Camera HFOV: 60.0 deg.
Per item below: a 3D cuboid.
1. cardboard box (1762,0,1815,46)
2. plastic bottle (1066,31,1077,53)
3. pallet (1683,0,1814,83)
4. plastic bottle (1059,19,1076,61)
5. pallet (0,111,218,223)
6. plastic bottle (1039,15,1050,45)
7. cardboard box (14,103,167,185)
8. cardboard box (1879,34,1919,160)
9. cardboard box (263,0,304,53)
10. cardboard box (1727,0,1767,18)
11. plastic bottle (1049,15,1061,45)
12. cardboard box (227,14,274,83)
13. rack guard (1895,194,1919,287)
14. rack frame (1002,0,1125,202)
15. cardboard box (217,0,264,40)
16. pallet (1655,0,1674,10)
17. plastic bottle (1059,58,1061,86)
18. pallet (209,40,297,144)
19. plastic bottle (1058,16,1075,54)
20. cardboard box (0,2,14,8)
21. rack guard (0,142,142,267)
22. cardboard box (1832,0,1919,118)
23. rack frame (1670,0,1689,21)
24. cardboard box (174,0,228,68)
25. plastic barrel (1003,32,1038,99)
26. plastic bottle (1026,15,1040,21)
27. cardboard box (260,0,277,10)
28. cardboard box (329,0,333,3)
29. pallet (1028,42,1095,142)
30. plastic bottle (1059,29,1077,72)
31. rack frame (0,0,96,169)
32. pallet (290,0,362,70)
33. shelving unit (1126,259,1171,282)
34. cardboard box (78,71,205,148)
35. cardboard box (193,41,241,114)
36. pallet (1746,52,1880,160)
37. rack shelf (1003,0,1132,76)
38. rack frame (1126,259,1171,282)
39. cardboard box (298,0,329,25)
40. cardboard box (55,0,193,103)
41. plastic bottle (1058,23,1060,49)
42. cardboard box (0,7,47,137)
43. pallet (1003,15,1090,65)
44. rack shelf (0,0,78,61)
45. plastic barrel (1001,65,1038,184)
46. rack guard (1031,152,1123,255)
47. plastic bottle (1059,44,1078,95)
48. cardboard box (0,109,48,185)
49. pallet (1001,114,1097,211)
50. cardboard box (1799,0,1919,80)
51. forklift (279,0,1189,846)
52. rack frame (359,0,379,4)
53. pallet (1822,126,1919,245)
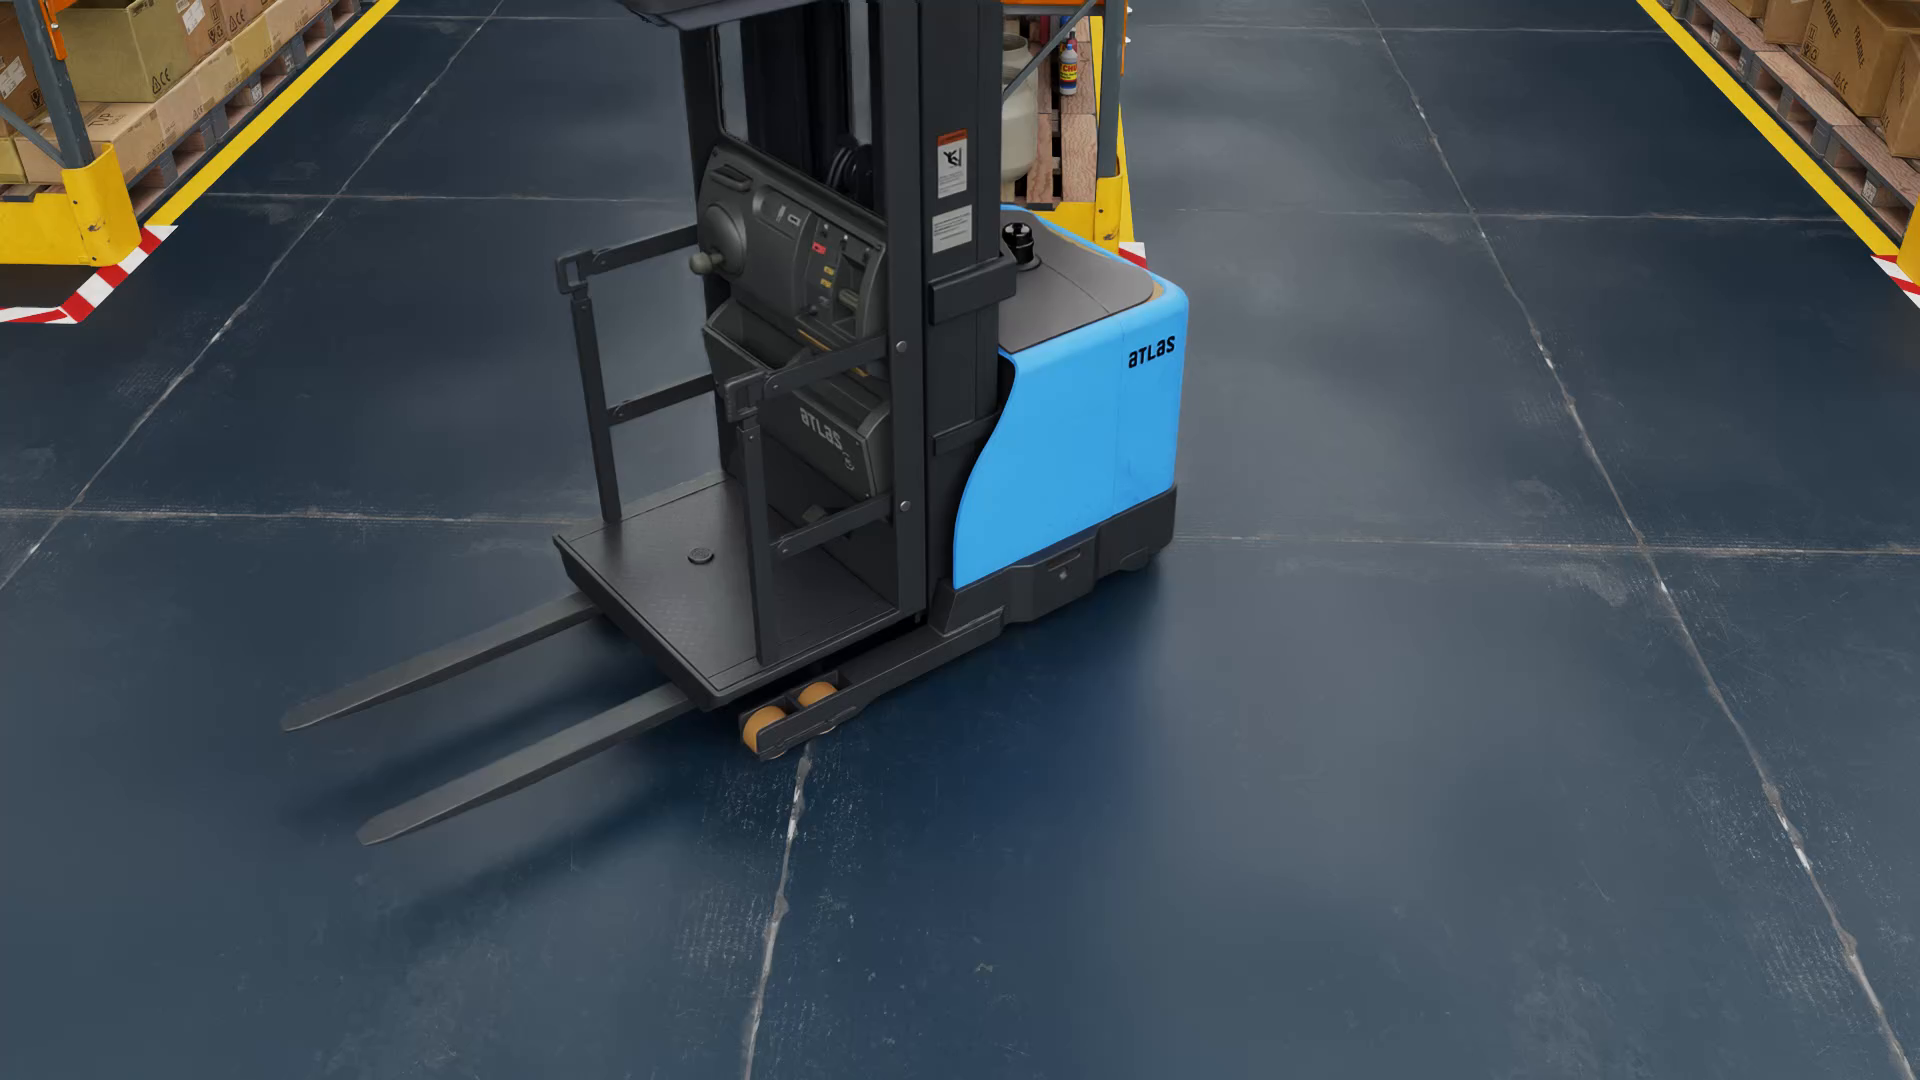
[{"bbox_3d":[5.271,-3.352,10.219,0.500,0.500,0.500,12,37,17],"label":"cardboard box"},{"bbox_3d":[0.644,-2.810,9.619,0.061,0.283,0.133,2,35,3],"label":"plastic bottle"},{"bbox_3d":[5.351,-3.233,10.667,1.003,0.211,1.213,1,35,2],"label":"pallet"},{"bbox_3d":[0.635,-2.930,9.800,0.097,0.271,0.097,0,35,0],"label":"plastic bottle"},{"bbox_3d":[-4.727,-1.993,8.902,1.003,0.211,1.213,1,35,2],"label":"pallet"},{"bbox_3d":[0.518,-3.180,10.146,0.061,0.283,0.133,1,35,2],"label":"plastic bottle"},{"bbox_3d":[-4.472,-2.043,8.575,0.500,0.250,0.500,1,35,2],"label":"cardboard box"},{"bbox_3d":[5.213,-2.314,8.743,0.500,0.500,0.500,10,36,14],"label":"cardboard box"},{"bbox_3d":[-4.391,-3.193,10.210,0.500,0.250,0.500,1,35,2],"label":"cardboard box"},{"bbox_3d":[5.287,-3.681,10.688,0.500,0.500,0.500,0,35,0],"label":"cardboard box"},{"bbox_3d":[0.625,-3.175,10.145,0.152,0.276,0.135,2,35,3],"label":"plastic bottle"},{"bbox_3d":[-4.411,-2.905,9.801,0.500,0.250,0.500,1,35,2],"label":"cardboard box"},{"bbox_3d":[5.185,-1.484,7.926,1.175,0.500,0.348,1,35,2],"label":"rack guard"},{"bbox_3d":[0.233,-2.577,7.308,1.000,3.000,0.127,1,35,2],"label":"rack frame"},{"bbox_3d":[-4.410,-3.212,9.586,0.500,0.500,0.500,1,35,2],"label":"cardboard box"},{"bbox_3d":[5.372,-4.067,11.854,1.003,0.211,1.213,1,35,2],"label":"pallet"},{"bbox_3d":[0.621,-2.706,9.543,0.097,0.201,0.097,0,35,0],"label":"plastic bottle"},{"bbox_3d":[-4.676,-2.692,9.897,1.003,0.211,1.213,1,35,2],"label":"pallet"},{"bbox_3d":[0.643,-3.046,9.966,0.097,0.271,0.097,0,35,0],"label":"plastic bottle"},{"bbox_3d":[-4.967,-2.937,9.194,0.500,0.500,0.500,1,35,2],"label":"cardboard box"},{"bbox_3d":[-4.717,-1.657,8.173,1.175,0.500,0.348,1,35,2],"label":"rack guard"},{"bbox_3d":[5.258,-2.674,9.254,0.500,0.500,0.500,4,35,6],"label":"cardboard box"},{"bbox_3d":[5.343,-4.761,10.415,1.000,3.000,0.127,1,35,2],"label":"rack frame"},{"bbox_3d":[-4.447,-2.925,9.177,0.500,0.500,0.500,1,35,2],"label":"cardboard box"},{"bbox_3d":[0.203,-2.399,8.853,0.421,0.512,0.421,0,35,0],"label":"plastic barrel"},{"bbox_3d":[0.499,-3.443,10.526,0.152,0.276,0.135,1,35,2],"label":"plastic bottle"},{"bbox_3d":[-4.404,-3.500,9.995,0.500,0.500,0.500,1,35,2],"label":"cardboard box"},{"bbox_3d":[-4.356,-3.767,11.028,0.500,0.250,0.500,1,35,2],"label":"cardboard box"},{"bbox_3d":[0.279,-2.647,9.832,1.003,0.211,1.213,1,35,2],"label":"pallet"},{"bbox_3d":[0.631,-2.872,9.718,0.097,0.271,0.097,0,35,0],"label":"plastic bottle"},{"bbox_3d":[-4.716,-2.694,7.474,1.000,3.000,0.127,1,35,2],"label":"rack frame"},{"bbox_3d":[-4.629,-3.395,10.897,1.003,0.211,1.213,1,35,2],"label":"pallet"},{"bbox_3d":[0.607,-0.584,6.299,0.210,0.900,0.258,-24,42,-30],"label":"shelving unit"},{"bbox_3d":[-4.456,-2.331,8.984,0.500,0.250,0.500,1,35,2],"label":"cardboard box"},{"bbox_3d":[-4.436,-2.618,9.393,0.500,0.250,0.500,1,35,2],"label":"cardboard box"},{"bbox_3d":[5.305,-2.531,9.667,1.003,0.211,1.213,1,35,2],"label":"pallet"},{"bbox_3d":[0.313,-3.432,9.150,1.077,0.370,4.000,1,35,2],"label":"rack shelf"},{"bbox_3d":[0.687,-0.620,6.350,0.006,0.900,0.240,-24,42,-30],"label":"rack frame"},{"bbox_3d":[-4.386,-3.480,10.619,0.500,0.250,0.500,1,35,2],"label":"cardboard box"},{"bbox_3d":[-4.454,-2.638,8.768,0.500,0.500,0.500,1,35,2],"label":"cardboard box"},{"bbox_3d":[0.647,-3.076,10.069,0.097,0.201,0.097,0,35,0],"label":"plastic bottle"},{"bbox_3d":[-4.992,-2.362,8.377,0.500,0.500,0.500,1,35,2],"label":"cardboard box"},{"bbox_3d":[0.325,-3.349,10.832,1.003,0.211,1.213,1,35,2],"label":"pallet"},{"bbox_3d":[-4.636,-3.548,9.316,1.077,0.370,4.000,1,35,2],"label":"rack shelf"},{"bbox_3d":[0.183,-2.111,8.443,0.421,0.512,0.421,0,35,0],"label":"plastic barrel"},{"bbox_3d":[0.189,-1.599,8.091,1.175,0.500,0.348,1,35,2],"label":"rack guard"},{"bbox_3d":[0.617,-2.675,9.438,0.097,0.271,0.097,0,35,0],"label":"plastic bottle"},{"bbox_3d":[-4.990,-2.055,8.592,0.500,0.250,0.500,1,35,2],"label":"cardboard box"},{"bbox_3d":[0.227,-1.948,8.838,1.003,0.211,1.213,1,35,2],"label":"pallet"},{"bbox_3d":[5.325,-2.993,9.709,0.500,0.500,0.500,-2,35,-2],"label":"cardboard box"},{"bbox_3d":[-0.685,-0.851,4.911,3.031,2.935,1.130,-24,42,-30],"label":"forklift"},{"bbox_3d":[-4.556,-4.992,10.744,1.000,3.000,0.127,1,35,2],"label":"rack frame"},{"bbox_3d":[5.253,-1.831,8.672,1.003,0.211,1.213,1,35,2],"label":"pallet"}]
